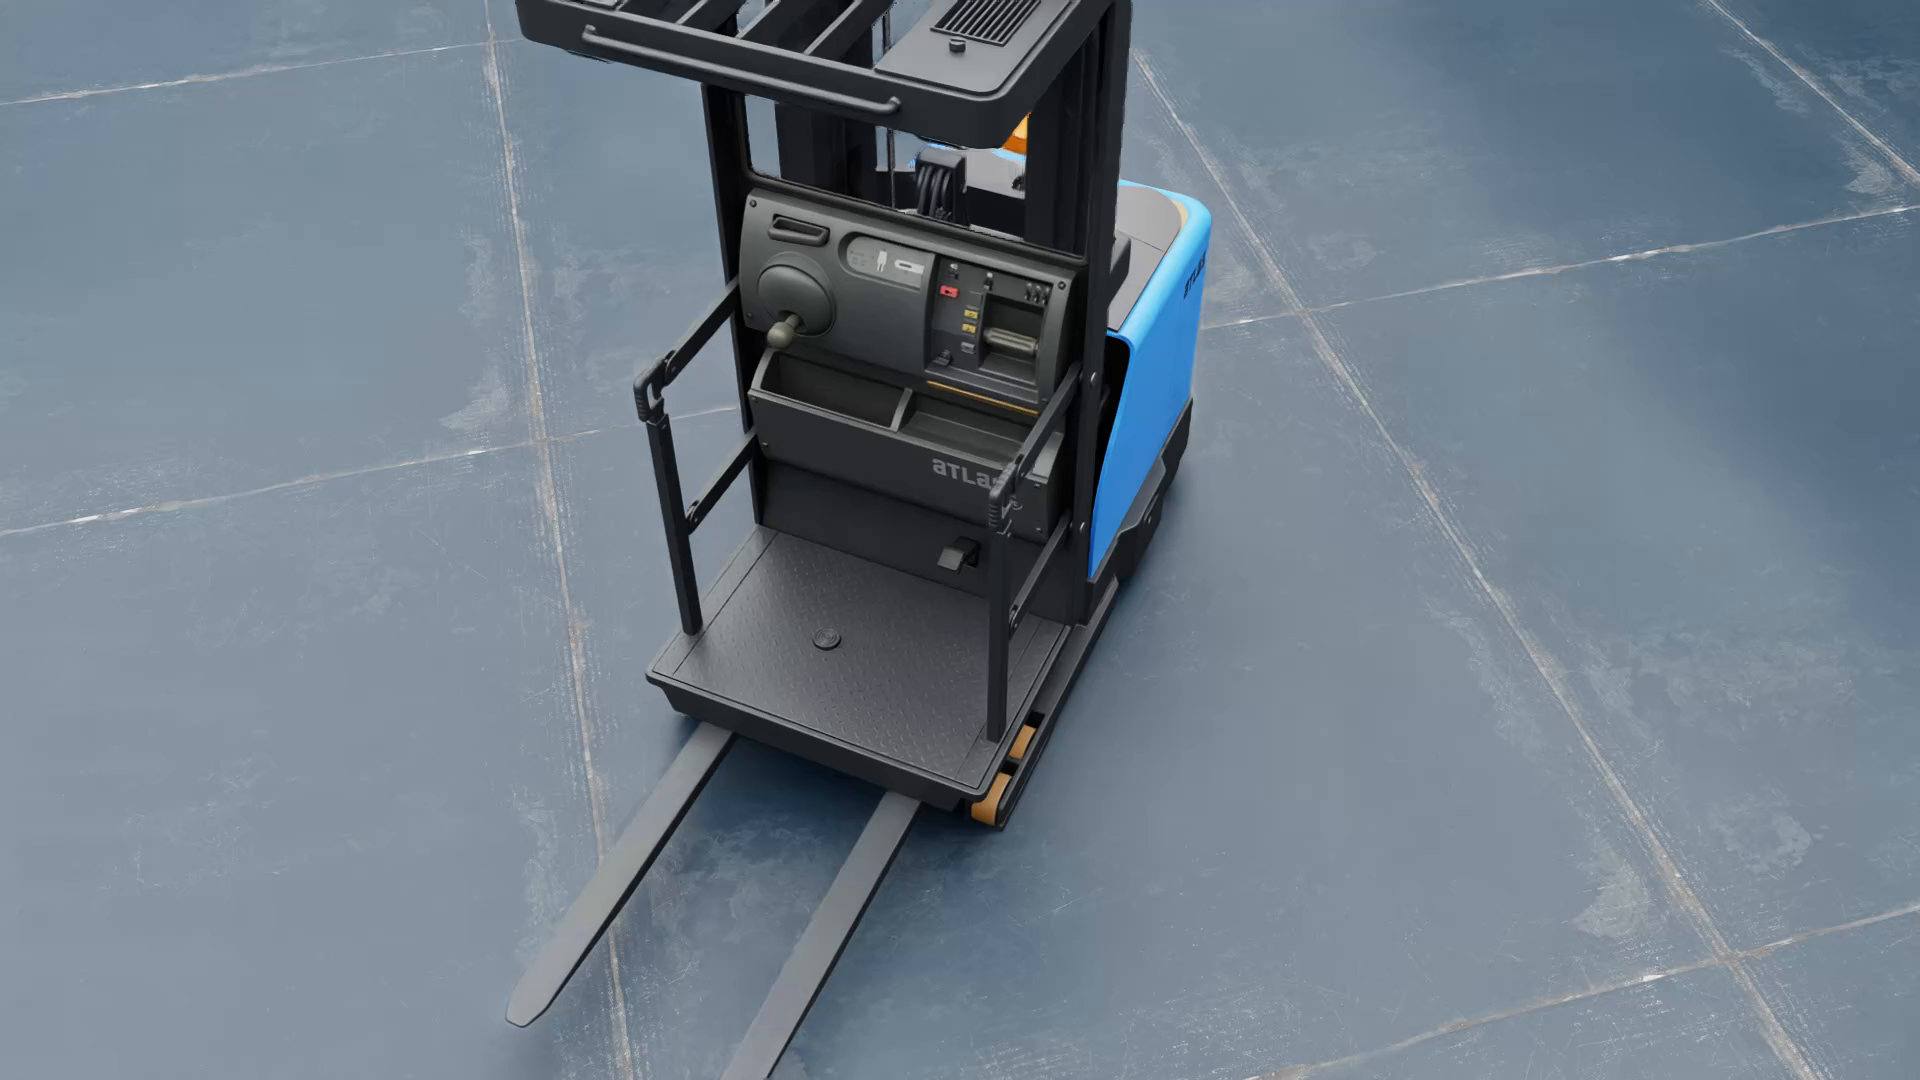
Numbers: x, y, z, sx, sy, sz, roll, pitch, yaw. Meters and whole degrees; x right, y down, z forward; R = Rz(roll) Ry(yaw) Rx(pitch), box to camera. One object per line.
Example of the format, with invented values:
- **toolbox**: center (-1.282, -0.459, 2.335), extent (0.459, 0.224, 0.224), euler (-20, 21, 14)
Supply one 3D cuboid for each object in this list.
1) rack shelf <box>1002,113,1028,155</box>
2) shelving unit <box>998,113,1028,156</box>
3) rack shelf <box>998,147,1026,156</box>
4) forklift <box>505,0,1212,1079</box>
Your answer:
- **rack shelf**: center (0.249, -1.394, 5.722), extent (0.480, 0.148, 0.258), euler (24, 49, 22)
- **shelving unit**: center (0.245, -1.115, 5.999), extent (0.503, 1.200, 0.258), euler (24, 49, 22)
- **rack shelf**: center (0.247, -1.226, 5.889), extent (0.480, 0.148, 0.258), euler (24, 49, 22)
- **forklift**: center (-0.242, -0.539, 4.226), extent (1.130, 2.935, 3.031), euler (18, 48, 17)
